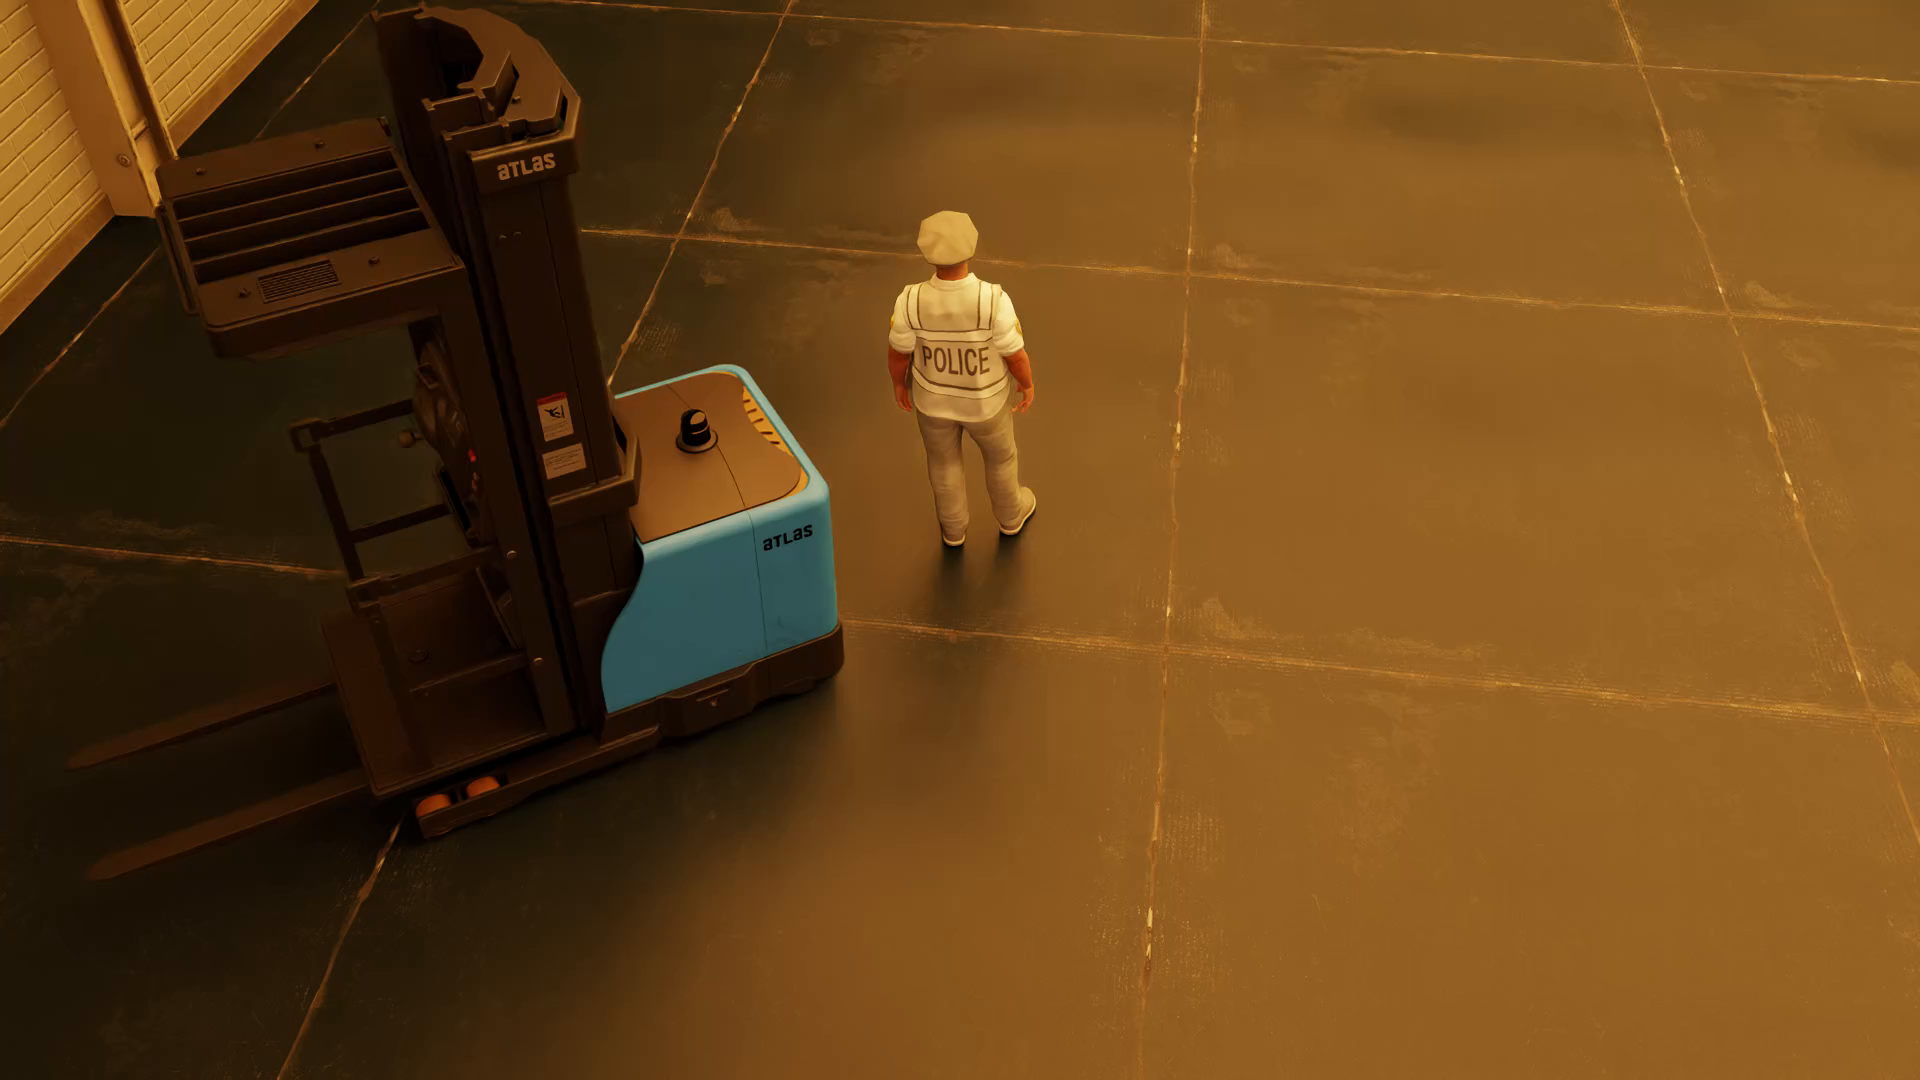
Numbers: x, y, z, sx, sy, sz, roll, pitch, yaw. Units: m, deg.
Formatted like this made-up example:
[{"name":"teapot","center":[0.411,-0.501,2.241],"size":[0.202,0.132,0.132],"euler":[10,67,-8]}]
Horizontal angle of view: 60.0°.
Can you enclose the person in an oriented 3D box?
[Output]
[{"name":"person","center":[0.022,-0.712,7.338],"size":[0.640,1.781,0.575],"euler":[5,43,6]}]

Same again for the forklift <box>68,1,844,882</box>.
[{"name":"forklift","center":[-2.051,-0.318,6.071],"size":[3.031,2.935,1.130],"euler":[-19,46,-20]}]
